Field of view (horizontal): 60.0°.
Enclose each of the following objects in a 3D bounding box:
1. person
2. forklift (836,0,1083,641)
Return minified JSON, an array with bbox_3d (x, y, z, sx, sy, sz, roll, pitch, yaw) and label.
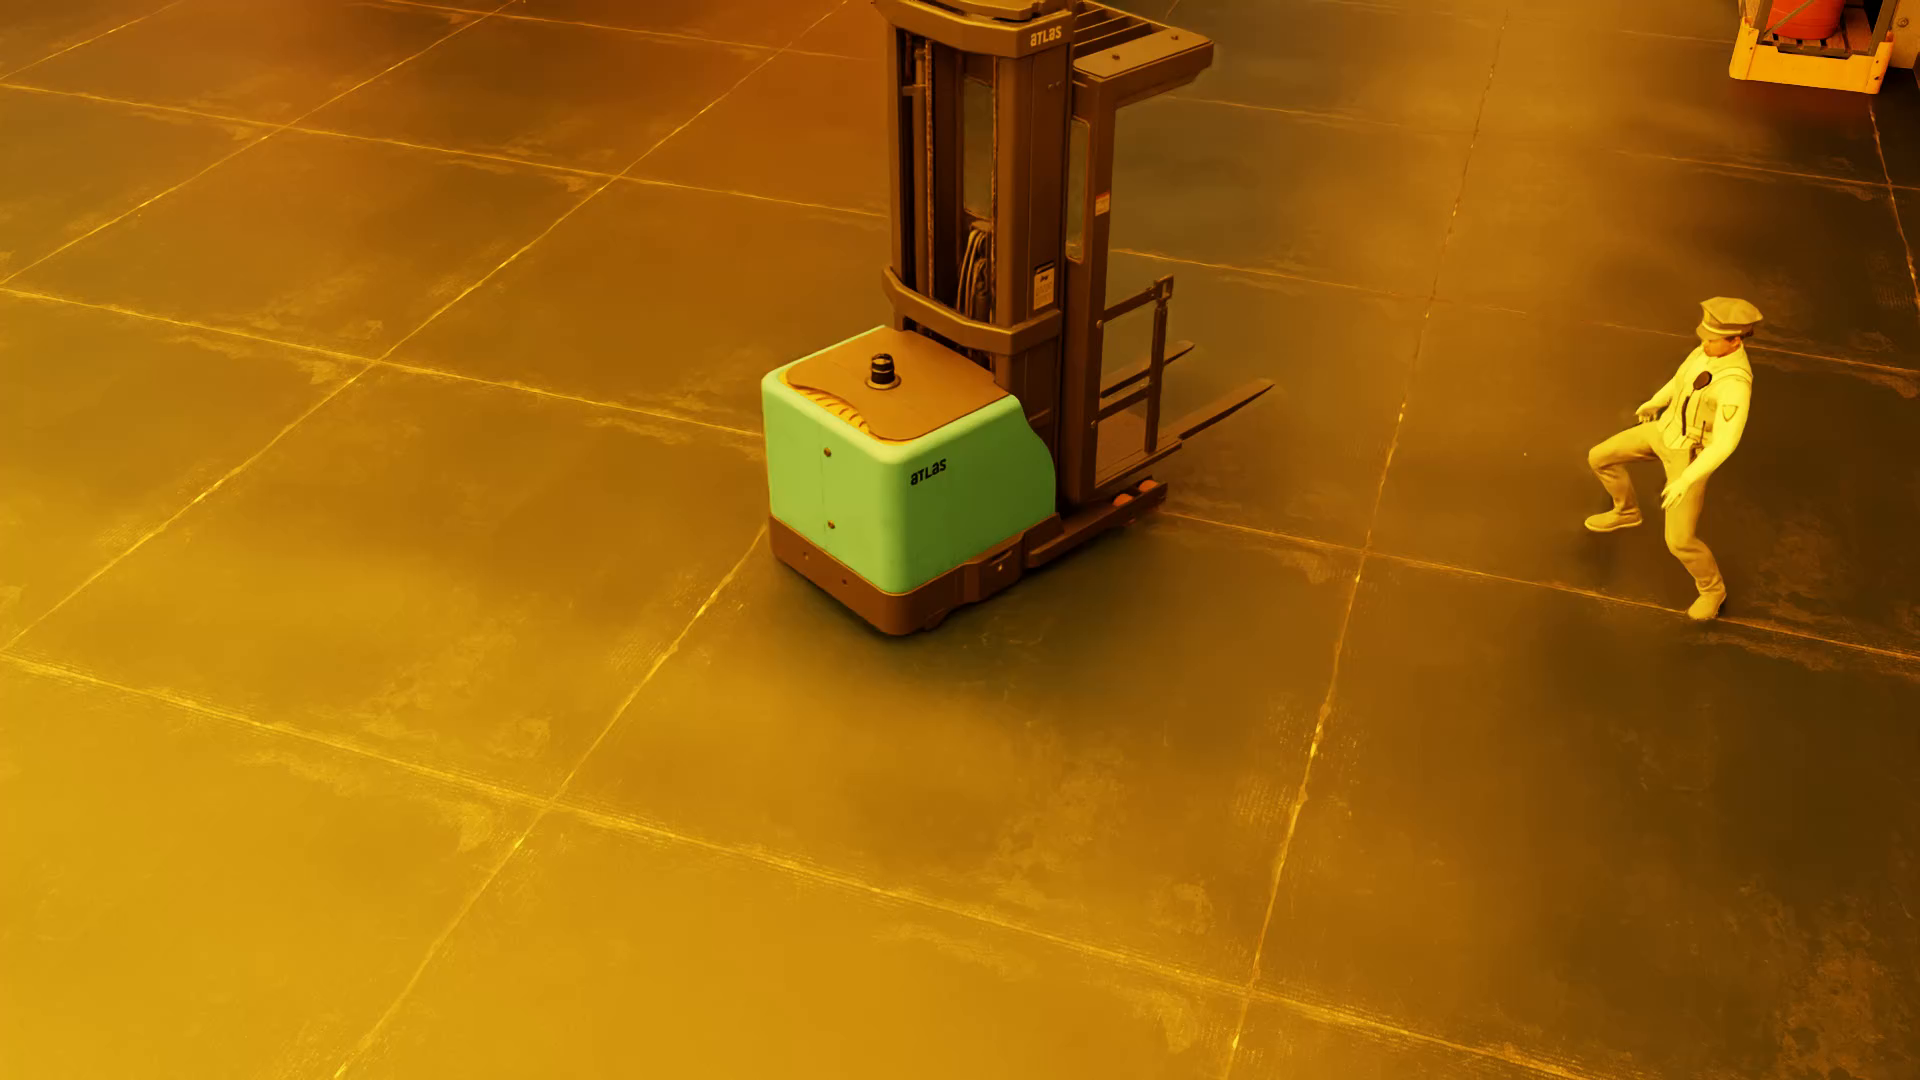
[{"bbox_3d":[3.830,-0.492,7.925,0.364,1.641,0.733,6,36,9],"label":"person"},{"bbox_3d":[-0.029,-1.547,8.293,1.130,2.935,3.031,-2,35,-2],"label":"forklift"}]
